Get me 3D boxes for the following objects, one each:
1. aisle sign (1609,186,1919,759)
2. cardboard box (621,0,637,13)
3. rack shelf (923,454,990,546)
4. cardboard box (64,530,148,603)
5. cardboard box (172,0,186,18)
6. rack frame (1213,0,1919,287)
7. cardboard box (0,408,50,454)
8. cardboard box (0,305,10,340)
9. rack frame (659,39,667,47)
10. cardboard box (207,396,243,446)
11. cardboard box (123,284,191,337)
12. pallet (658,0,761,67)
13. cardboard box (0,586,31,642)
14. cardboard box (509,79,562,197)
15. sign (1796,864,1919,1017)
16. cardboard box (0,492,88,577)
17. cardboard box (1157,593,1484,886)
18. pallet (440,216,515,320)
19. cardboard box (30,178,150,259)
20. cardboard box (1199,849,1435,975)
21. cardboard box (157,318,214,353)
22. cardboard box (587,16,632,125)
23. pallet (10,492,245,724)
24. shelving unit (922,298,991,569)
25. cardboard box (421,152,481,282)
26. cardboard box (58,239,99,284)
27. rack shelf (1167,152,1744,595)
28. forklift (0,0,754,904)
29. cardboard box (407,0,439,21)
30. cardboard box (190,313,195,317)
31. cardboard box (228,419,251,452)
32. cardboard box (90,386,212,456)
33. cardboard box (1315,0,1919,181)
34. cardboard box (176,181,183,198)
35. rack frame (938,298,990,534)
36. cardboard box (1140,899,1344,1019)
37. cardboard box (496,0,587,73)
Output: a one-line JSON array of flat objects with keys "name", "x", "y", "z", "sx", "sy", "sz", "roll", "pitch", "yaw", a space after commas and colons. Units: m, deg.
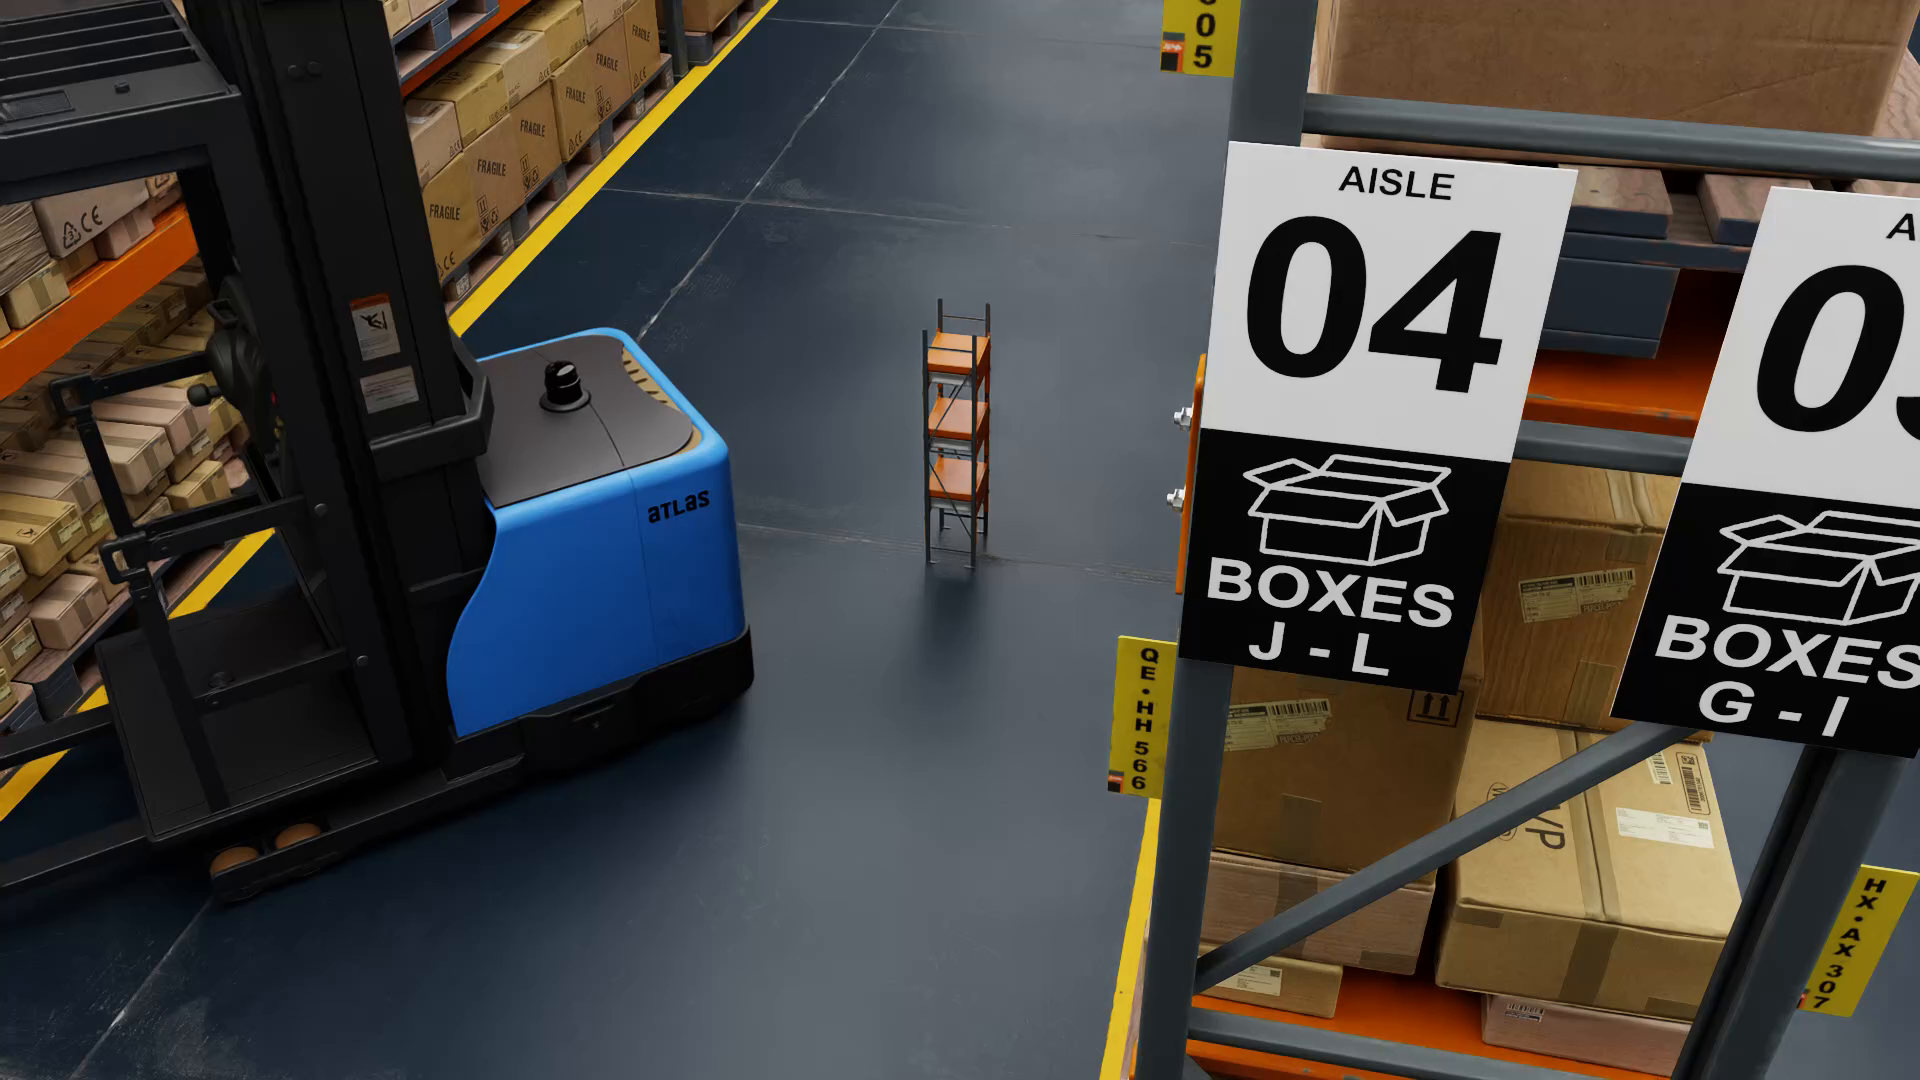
[{"name": "aisle sign", "x": 1.095, "y": -0.049, "z": 2.046, "sx": 0.394, "sy": 0.787, "sz": 0.004, "roll": 7, "pitch": 37, "yaw": 10}, {"name": "cardboard box", "x": -2.188, "y": -3.378, "z": 9.988, "sx": 0.500, "sy": 0.250, "sz": 0.500, "roll": 6, "pitch": 36, "yaw": 9}, {"name": "rack shelf", "x": -0.011, "y": -0.161, "z": 6.569, "sx": 0.215, "sy": 0.259, "sz": 0.240, "roll": 7, "pitch": 37, "yaw": 10}, {"name": "cardboard box", "x": -3.265, "y": 0.081, "z": 6.154, "sx": 0.380, "sy": 0.149, "sz": 0.250, "roll": 7, "pitch": 37, "yaw": 10}, {"name": "cardboard box", "x": -3.094, "y": -2.014, "z": 5.781, "sx": 0.500, "sy": 0.500, "sz": 0.500, "roll": 6, "pitch": 36, "yaw": 8}, {"name": "rack frame", "x": 0.817, "y": -1.504, "z": 1.158, "sx": 1.000, "sy": 3.000, "sz": 0.127, "roll": 7, "pitch": 37, "yaw": 10}, {"name": "cardboard box", "x": -3.696, "y": -0.377, "z": 6.279, "sx": 0.380, "sy": 0.149, "sz": 0.250, "roll": 6, "pitch": 36, "yaw": 8}, {"name": "cardboard box", "x": -3.334, "y": -0.699, "z": 5.372, "sx": 0.380, "sy": 0.149, "sz": 0.250, "roll": 9, "pitch": 37, "yaw": 12}, {"name": "rack frame", "x": -2.295, "y": -4.341, "z": 10.183, "sx": 0.949, "sy": 2.616, "sz": 0.053, "roll": 7, "pitch": 37, "yaw": 10}, {"name": "cardboard box", "x": -3.144, "y": -0.520, "z": 6.729, "sx": 0.380, "sy": 0.149, "sz": 0.250, "roll": 8, "pitch": 37, "yaw": 10}, {"name": "cardboard box", "x": -3.545, "y": -0.983, "z": 7.115, "sx": 0.380, "sy": 0.149, "sz": 0.250, "roll": 9, "pitch": 37, "yaw": 12}, {"name": "pallet", "x": -2.056, "y": -3.655, "z": 11.613, "sx": 1.003, "sy": 0.211, "sz": 1.213, "roll": 7, "pitch": 37, "yaw": 10}, {"name": "cardboard box", "x": -3.440, "y": 0.242, "z": 5.678, "sx": 0.380, "sy": 0.149, "sz": 0.250, "roll": 6, "pitch": 36, "yaw": 8}, {"name": "cardboard box", "x": -2.525, "y": -2.202, "z": 9.004, "sx": 0.500, "sy": 0.500, "sz": 0.500, "roll": 8, "pitch": 37, "yaw": 11}, {"name": "sign", "x": 1.358, "y": 0.615, "z": 2.540, "sx": 0.100, "sy": 0.325, "sz": 0.005, "roll": 7, "pitch": 37, "yaw": 10}, {"name": "cardboard box", "x": -3.301, "y": -0.026, "z": 5.795, "sx": 0.380, "sy": 0.149, "sz": 0.250, "roll": 8, "pitch": 37, "yaw": 11}, {"name": "cardboard box", "x": 0.664, "y": 0.249, "z": 3.086, "sx": 0.500, "sy": 0.500, "sz": 0.500, "roll": 8, "pitch": 37, "yaw": 11}, {"name": "pallet", "x": -2.988, "y": -1.366, "z": 8.454, "sx": 1.003, "sy": 0.211, "sz": 1.213, "roll": 7, "pitch": 37, "yaw": 10}, {"name": "cardboard box", "x": -3.199, "y": -1.314, "z": 5.668, "sx": 0.500, "sy": 0.500, "sz": 0.500, "roll": 7, "pitch": 37, "yaw": 10}, {"name": "cardboard box", "x": 0.661, "y": 0.554, "z": 3.304, "sx": 0.500, "sy": 0.250, "sz": 0.500, "roll": 7, "pitch": 36, "yaw": 9}, {"name": "cardboard box", "x": -3.036, "y": -0.773, "z": 6.825, "sx": 0.380, "sy": 0.149, "sz": 0.250, "roll": 7, "pitch": 37, "yaw": 10}, {"name": "cardboard box", "x": -2.298, "y": -2.792, "z": 9.819, "sx": 0.500, "sy": 0.500, "sz": 0.500, "roll": 9, "pitch": 37, "yaw": 12}, {"name": "pallet", "x": -3.520, "y": 0.172, "z": 6.333, "sx": 1.003, "sy": 0.211, "sz": 1.213, "roll": 7, "pitch": 37, "yaw": 10}, {"name": "shelving unit", "x": -0.011, "y": -0.394, "z": 6.400, "sx": 0.215, "sy": 1.050, "sz": 0.252, "roll": 7, "pitch": 37, "yaw": 10}, {"name": "cardboard box", "x": -2.736, "y": -1.597, "z": 8.169, "sx": 0.500, "sy": 0.500, "sz": 0.500, "roll": 9, "pitch": 37, "yaw": 12}, {"name": "cardboard box", "x": -3.263, "y": -1.003, "z": 5.792, "sx": 0.380, "sy": 0.149, "sz": 0.250, "roll": 7, "pitch": 36, "yaw": 9}, {"name": "rack shelf", "x": 1.244, "y": -1.145, "z": 3.831, "sx": 1.077, "sy": 0.370, "sz": 4.000, "roll": 7, "pitch": 37, "yaw": 10}, {"name": "forklift", "x": -2.264, "y": -0.418, "z": 4.829, "sx": 3.031, "sy": 2.935, "sz": 1.130, "roll": -19, "pitch": 40, "yaw": -25}, {"name": "cardboard box", "x": -2.565, "y": -2.444, "z": 7.423, "sx": 0.380, "sy": 0.149, "sz": 0.250, "roll": 8, "pitch": 37, "yaw": 11}, {"name": "cardboard box", "x": -3.543, "y": -1.017, "z": 7.415, "sx": 0.380, "sy": 0.149, "sz": 0.250, "roll": 9, "pitch": 37, "yaw": 12}, {"name": "cardboard box", "x": -3.034, "y": -0.498, "z": 6.953, "sx": 0.380, "sy": 0.149, "sz": 0.250, "roll": 6, "pitch": 36, "yaw": 8}, {"name": "cardboard box", "x": -3.135, "y": -0.467, "z": 6.403, "sx": 0.380, "sy": 0.149, "sz": 0.250, "roll": 6, "pitch": 36, "yaw": 8}, {"name": "cardboard box", "x": 0.876, "y": -0.846, "z": 2.277, "sx": 0.700, "sy": 0.500, "sz": 0.500, "roll": 5, "pitch": 36, "yaw": 7}, {"name": "cardboard box", "x": -3.049, "y": -1.446, "z": 6.404, "sx": 0.380, "sy": 0.149, "sz": 0.250, "roll": 9, "pitch": 37, "yaw": 12}, {"name": "rack frame", "x": 0.015, "y": -0.464, "z": 6.496, "sx": 0.200, "sy": 1.050, "sz": 0.008, "roll": 7, "pitch": 37, "yaw": 10}, {"name": "cardboard box", "x": 0.571, "y": 0.781, "z": 3.331, "sx": 0.380, "sy": 0.149, "sz": 0.250, "roll": 8, "pitch": 37, "yaw": 11}, {"name": "cardboard box", "x": -2.409, "y": -2.798, "z": 9.187, "sx": 0.500, "sy": 0.250, "sz": 0.500, "roll": 8, "pitch": 37, "yaw": 11}]
